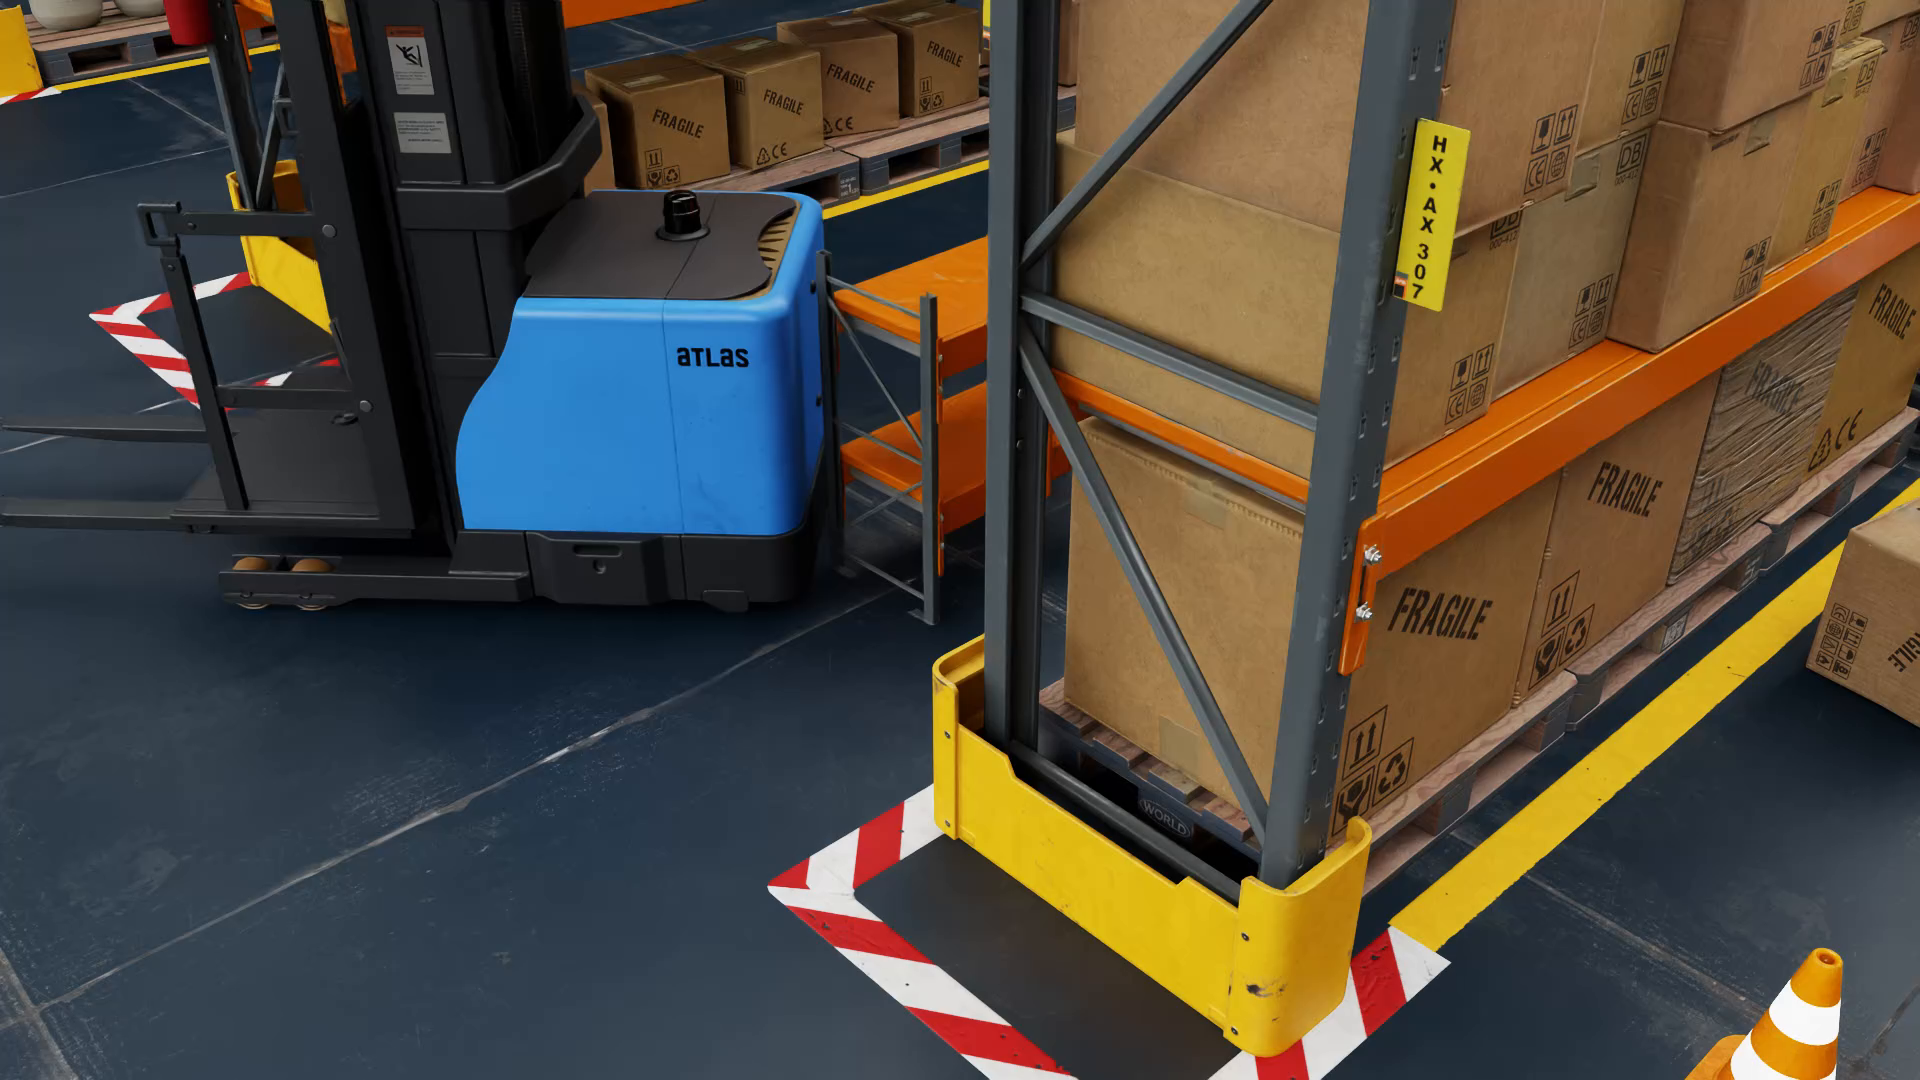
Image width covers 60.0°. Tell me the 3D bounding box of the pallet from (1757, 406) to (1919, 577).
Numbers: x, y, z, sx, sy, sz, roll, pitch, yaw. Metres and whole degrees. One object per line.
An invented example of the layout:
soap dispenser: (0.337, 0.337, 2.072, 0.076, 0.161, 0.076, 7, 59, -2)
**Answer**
pallet: (2.766, -0.362, 6.140, 1.213, 0.211, 1.003, -26, 40, -35)

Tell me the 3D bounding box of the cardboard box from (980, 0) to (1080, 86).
cardboard box: (0.543, -3.055, 9.846, 0.700, 0.500, 0.500, 26, 40, 35)

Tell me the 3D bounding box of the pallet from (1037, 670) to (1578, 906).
pallet: (0.977, 0.504, 4.724, 1.213, 0.211, 1.003, -26, 40, -35)

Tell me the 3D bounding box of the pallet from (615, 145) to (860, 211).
pallet: (-1.285, -1.848, 8.570, 1.213, 0.211, 1.003, -26, 40, -35)

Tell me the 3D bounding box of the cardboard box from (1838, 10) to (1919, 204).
cardboard box: (2.250, -1.370, 4.971, 0.550, 0.550, 0.875, -26, 40, -35)

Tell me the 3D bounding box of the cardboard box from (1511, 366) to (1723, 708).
cardboard box: (1.540, -0.224, 4.875, 0.875, 0.875, 0.875, -27, 40, -36)

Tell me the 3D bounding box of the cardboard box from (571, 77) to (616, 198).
cardboard box: (-1.970, -1.859, 7.908, 0.500, 0.500, 0.500, -15, 35, -23)

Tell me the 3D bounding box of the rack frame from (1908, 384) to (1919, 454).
rack frame: (3.377, -1.791, 5.804, 0.127, 3.000, 1.000, -26, 40, -35)

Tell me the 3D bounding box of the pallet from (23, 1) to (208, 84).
pallet: (-5.599, -3.342, 11.013, 1.213, 0.211, 1.003, -26, 40, -35)

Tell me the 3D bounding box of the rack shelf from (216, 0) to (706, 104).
rack shelf: (-1.388, -2.708, 7.993, 4.000, 0.370, 1.077, -26, 40, -35)

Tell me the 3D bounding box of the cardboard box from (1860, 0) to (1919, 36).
cardboard box: (2.269, -1.820, 4.672, 0.550, 0.550, 0.875, -26, 40, -35)

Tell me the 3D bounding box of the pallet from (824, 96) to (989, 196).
pallet: (-0.390, -2.283, 9.282, 1.213, 0.211, 1.003, -26, 40, -35)

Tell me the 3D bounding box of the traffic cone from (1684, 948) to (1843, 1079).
traffic cone: (1.799, 1.065, 3.565, 0.334, 0.463, 0.336, -26, 40, -35)

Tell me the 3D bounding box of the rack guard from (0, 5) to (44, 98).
rack guard: (-6.199, -3.179, 10.470, 0.348, 0.500, 1.175, -26, 40, -35)

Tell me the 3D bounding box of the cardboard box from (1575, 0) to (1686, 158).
cardboard box: (1.083, -1.244, 3.731, 0.550, 0.550, 0.875, -26, 40, -35)

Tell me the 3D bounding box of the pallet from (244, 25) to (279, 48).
pallet: (-4.705, -3.772, 11.717, 1.213, 0.211, 1.003, -26, 40, -35)

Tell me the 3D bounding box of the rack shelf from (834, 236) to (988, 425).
rack shelf: (0.111, -0.738, 5.317, 1.000, 0.278, 0.538, -27, 41, -37)

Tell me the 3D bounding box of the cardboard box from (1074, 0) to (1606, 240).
cardboard box: (0.742, -1.014, 3.354, 0.550, 0.550, 0.875, -26, 40, -35)

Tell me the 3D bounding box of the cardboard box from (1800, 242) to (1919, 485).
cardboard box: (2.868, -0.868, 5.928, 0.875, 0.875, 0.875, -25, 39, -35)

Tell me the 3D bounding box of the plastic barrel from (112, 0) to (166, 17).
plastic barrel: (-5.424, -3.759, 11.004, 0.421, 0.512, 0.421, 0, 31, 0)

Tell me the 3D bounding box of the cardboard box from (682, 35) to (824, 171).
cardboard box: (-1.059, -2.254, 8.555, 0.500, 0.500, 0.500, 25, 39, 35)

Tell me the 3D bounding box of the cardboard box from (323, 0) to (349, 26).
cardboard box: (-2.484, -2.208, 6.727, 0.250, 0.149, 0.380, -26, 40, -35)

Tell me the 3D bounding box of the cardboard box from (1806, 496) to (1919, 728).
cardboard box: (2.936, 0.217, 4.913, 0.500, 0.500, 0.500, -19, 36, -28)

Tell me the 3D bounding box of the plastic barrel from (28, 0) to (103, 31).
plastic barrel: (-5.792, -3.581, 10.713, 0.421, 0.512, 0.421, 0, 31, 0)

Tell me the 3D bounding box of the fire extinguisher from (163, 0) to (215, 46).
fire extinguisher: (-3.252, -2.408, 6.888, 0.183, 0.674, 0.296, -26, 40, -35)

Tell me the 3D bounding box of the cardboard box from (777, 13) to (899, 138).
cardboard box: (-0.657, -2.505, 8.964, 0.500, 0.500, 0.500, -13, 34, -21)

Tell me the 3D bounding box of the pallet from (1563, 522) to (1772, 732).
pallet: (1.871, 0.073, 5.428, 1.213, 0.211, 1.003, -26, 40, -35)

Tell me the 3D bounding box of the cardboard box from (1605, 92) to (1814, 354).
cardboard box: (1.569, -0.940, 4.267, 0.550, 0.550, 0.875, -26, 40, -35)

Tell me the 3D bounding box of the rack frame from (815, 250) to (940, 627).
rack frame: (-0.250, -0.301, 5.164, 0.032, 1.125, 0.500, -27, 41, -37)

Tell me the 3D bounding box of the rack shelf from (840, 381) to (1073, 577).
rack shelf: (0.111, -0.279, 5.597, 1.000, 0.278, 0.538, -27, 41, -37)

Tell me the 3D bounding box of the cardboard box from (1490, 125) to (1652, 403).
cardboard box: (1.073, -0.789, 4.021, 0.550, 0.550, 0.875, -26, 40, -35)

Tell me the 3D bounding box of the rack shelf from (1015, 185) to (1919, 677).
rack shelf: (1.910, -0.775, 4.832, 4.000, 0.370, 1.077, -26, 40, -35)

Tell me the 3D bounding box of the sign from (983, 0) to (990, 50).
sign: (0.085, -1.180, 3.468, 0.005, 0.325, 0.100, -26, 40, -35)

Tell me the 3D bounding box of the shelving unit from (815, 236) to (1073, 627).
shelving unit: (0.111, -0.488, 5.470, 1.048, 1.125, 0.538, -27, 41, -37)

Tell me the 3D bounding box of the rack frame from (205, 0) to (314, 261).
rack frame: (-2.855, -2.306, 6.645, 0.127, 3.000, 1.000, -26, 40, -35)

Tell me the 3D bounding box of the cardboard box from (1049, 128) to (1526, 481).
cardboard box: (0.685, -0.585, 3.688, 0.550, 0.550, 0.875, -26, 40, -35)

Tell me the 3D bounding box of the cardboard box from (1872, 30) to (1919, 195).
cardboard box: (2.726, -1.516, 5.210, 0.550, 0.550, 0.875, -26, 40, -35)

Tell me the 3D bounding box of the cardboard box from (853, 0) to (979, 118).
cardboard box: (-0.242, -2.711, 9.301, 0.500, 0.500, 0.500, -27, 41, -37)

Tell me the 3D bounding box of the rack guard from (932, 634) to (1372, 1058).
rack guard: (0.426, 0.702, 4.122, 0.348, 0.500, 1.175, -26, 40, -35)

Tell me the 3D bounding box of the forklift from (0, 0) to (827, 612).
forklift: (-1.981, -1.296, 5.060, 3.031, 2.935, 1.130, 1, 31, 2)

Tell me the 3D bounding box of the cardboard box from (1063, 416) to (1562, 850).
cardboard box: (0.896, 0.089, 4.363, 0.875, 0.875, 0.875, -26, 40, -35)

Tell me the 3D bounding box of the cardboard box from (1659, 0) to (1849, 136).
cardboard box: (1.586, -1.391, 3.971, 0.550, 0.550, 0.875, -26, 40, -35)

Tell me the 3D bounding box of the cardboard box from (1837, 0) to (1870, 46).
cardboard box: (1.886, -1.629, 4.360, 0.500, 0.550, 0.875, -26, 40, -35)

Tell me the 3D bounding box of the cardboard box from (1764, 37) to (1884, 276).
cardboard box: (1.930, -1.143, 4.601, 0.500, 0.550, 0.875, -26, 40, -35)

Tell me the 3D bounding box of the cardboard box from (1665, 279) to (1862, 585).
cardboard box: (2.210, -0.547, 5.403, 0.875, 0.875, 0.875, -25, 40, -35)

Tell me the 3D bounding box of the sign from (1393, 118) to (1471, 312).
sign: (0.817, -0.561, 2.887, 0.005, 0.325, 0.100, -26, 40, -35)

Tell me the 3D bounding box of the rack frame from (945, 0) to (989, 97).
rack frame: (0.078, -3.725, 8.966, 0.127, 3.000, 1.000, -26, 40, -35)

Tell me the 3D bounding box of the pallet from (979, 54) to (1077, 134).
pallet: (0.648, -2.812, 10.146, 1.213, 0.211, 1.003, -26, 40, -35)

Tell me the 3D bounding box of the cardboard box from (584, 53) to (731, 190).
cardboard box: (-1.498, -2.074, 8.259, 0.500, 0.500, 0.500, -22, 38, -31)

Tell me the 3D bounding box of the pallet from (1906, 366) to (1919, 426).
pallet: (3.891, -0.904, 7.026, 1.213, 0.211, 1.003, -26, 40, -35)

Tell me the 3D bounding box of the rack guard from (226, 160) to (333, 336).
rack guard: (-2.799, -1.266, 7.342, 0.348, 0.500, 1.175, -26, 40, -35)

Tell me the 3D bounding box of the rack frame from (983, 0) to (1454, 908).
rack frame: (0.444, -0.373, 3.484, 0.127, 3.000, 1.000, -26, 40, -35)
